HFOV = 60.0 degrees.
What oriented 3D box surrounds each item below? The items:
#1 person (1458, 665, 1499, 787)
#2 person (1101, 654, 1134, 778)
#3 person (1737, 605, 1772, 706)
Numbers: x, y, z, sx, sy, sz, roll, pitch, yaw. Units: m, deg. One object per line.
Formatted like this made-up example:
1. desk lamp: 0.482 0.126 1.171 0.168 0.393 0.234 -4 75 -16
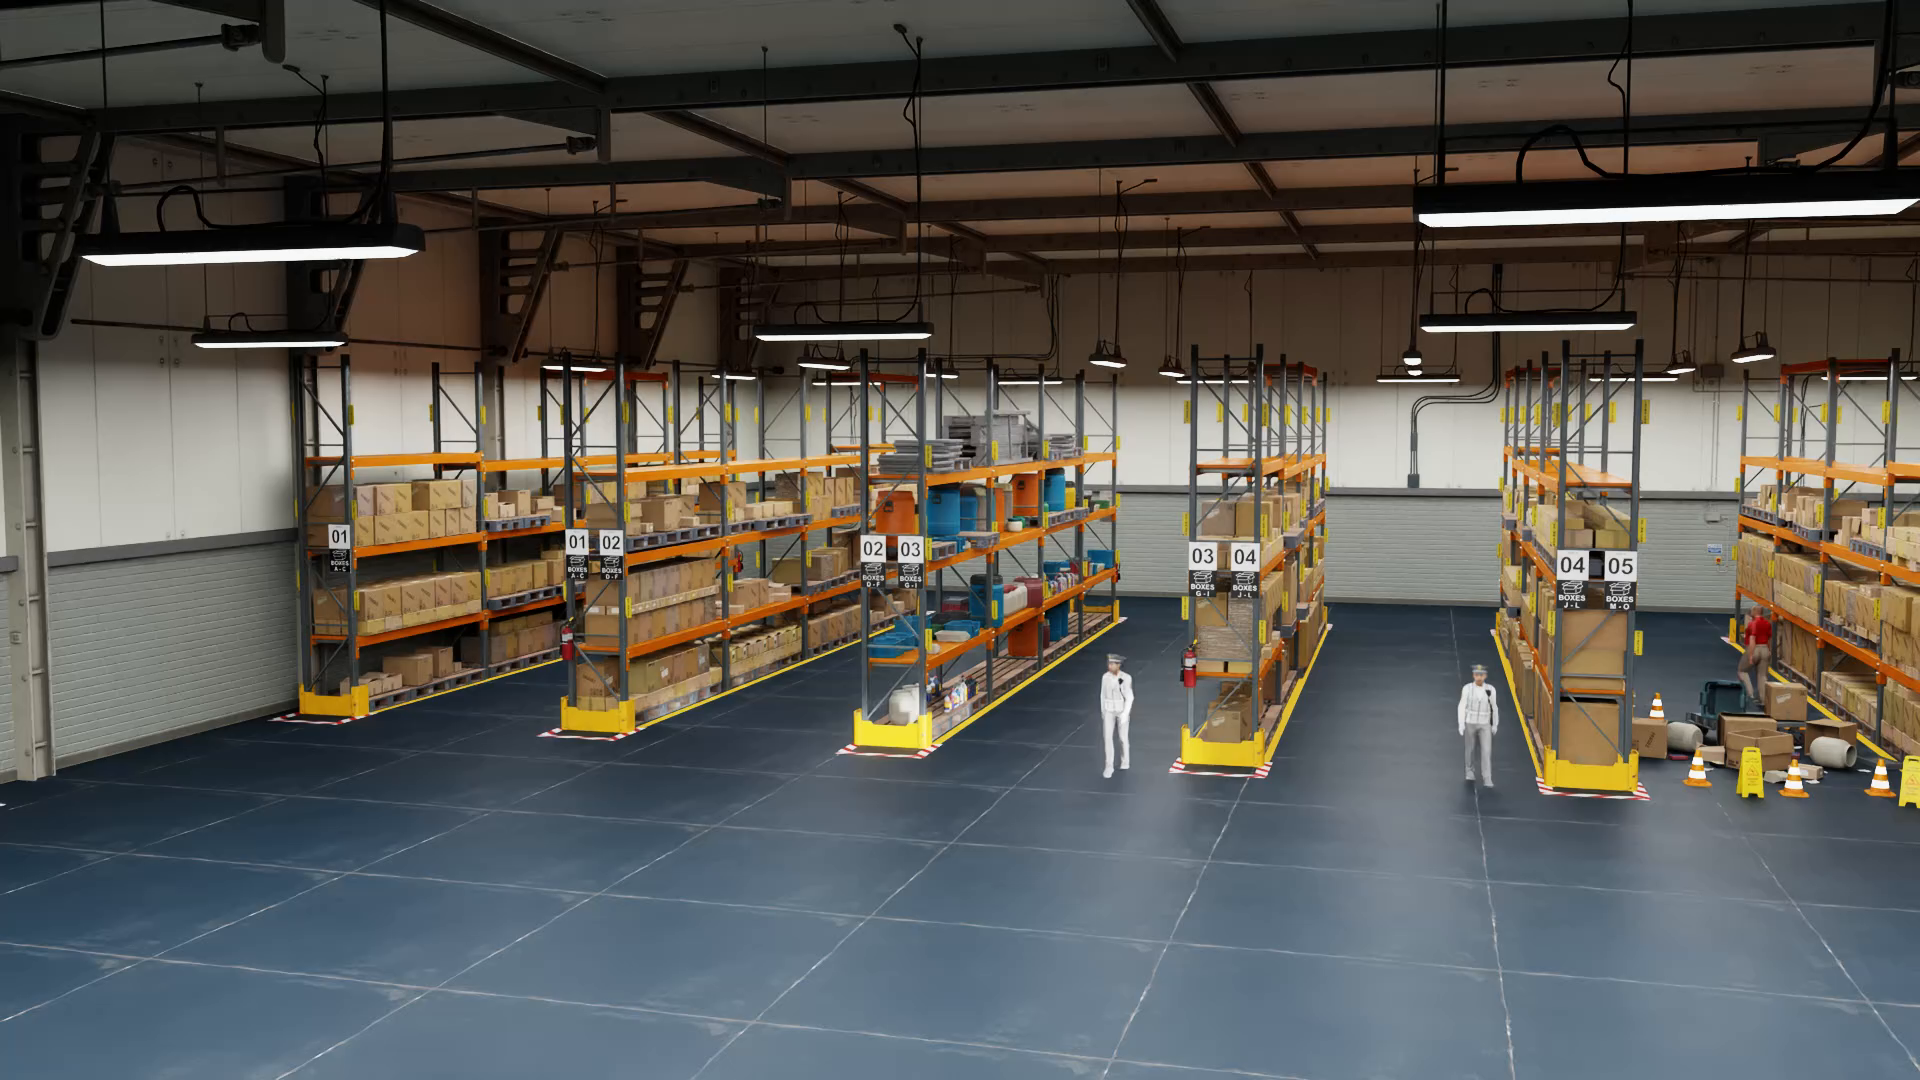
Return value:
1. person: 6.980 2.481 22.404 0.532 1.610 0.989 1 5 18
2. person: 2.173 2.437 23.250 0.510 1.691 0.756 2 5 21
3. person: 13.752 1.988 28.646 0.550 1.718 0.541 0 4 -5
